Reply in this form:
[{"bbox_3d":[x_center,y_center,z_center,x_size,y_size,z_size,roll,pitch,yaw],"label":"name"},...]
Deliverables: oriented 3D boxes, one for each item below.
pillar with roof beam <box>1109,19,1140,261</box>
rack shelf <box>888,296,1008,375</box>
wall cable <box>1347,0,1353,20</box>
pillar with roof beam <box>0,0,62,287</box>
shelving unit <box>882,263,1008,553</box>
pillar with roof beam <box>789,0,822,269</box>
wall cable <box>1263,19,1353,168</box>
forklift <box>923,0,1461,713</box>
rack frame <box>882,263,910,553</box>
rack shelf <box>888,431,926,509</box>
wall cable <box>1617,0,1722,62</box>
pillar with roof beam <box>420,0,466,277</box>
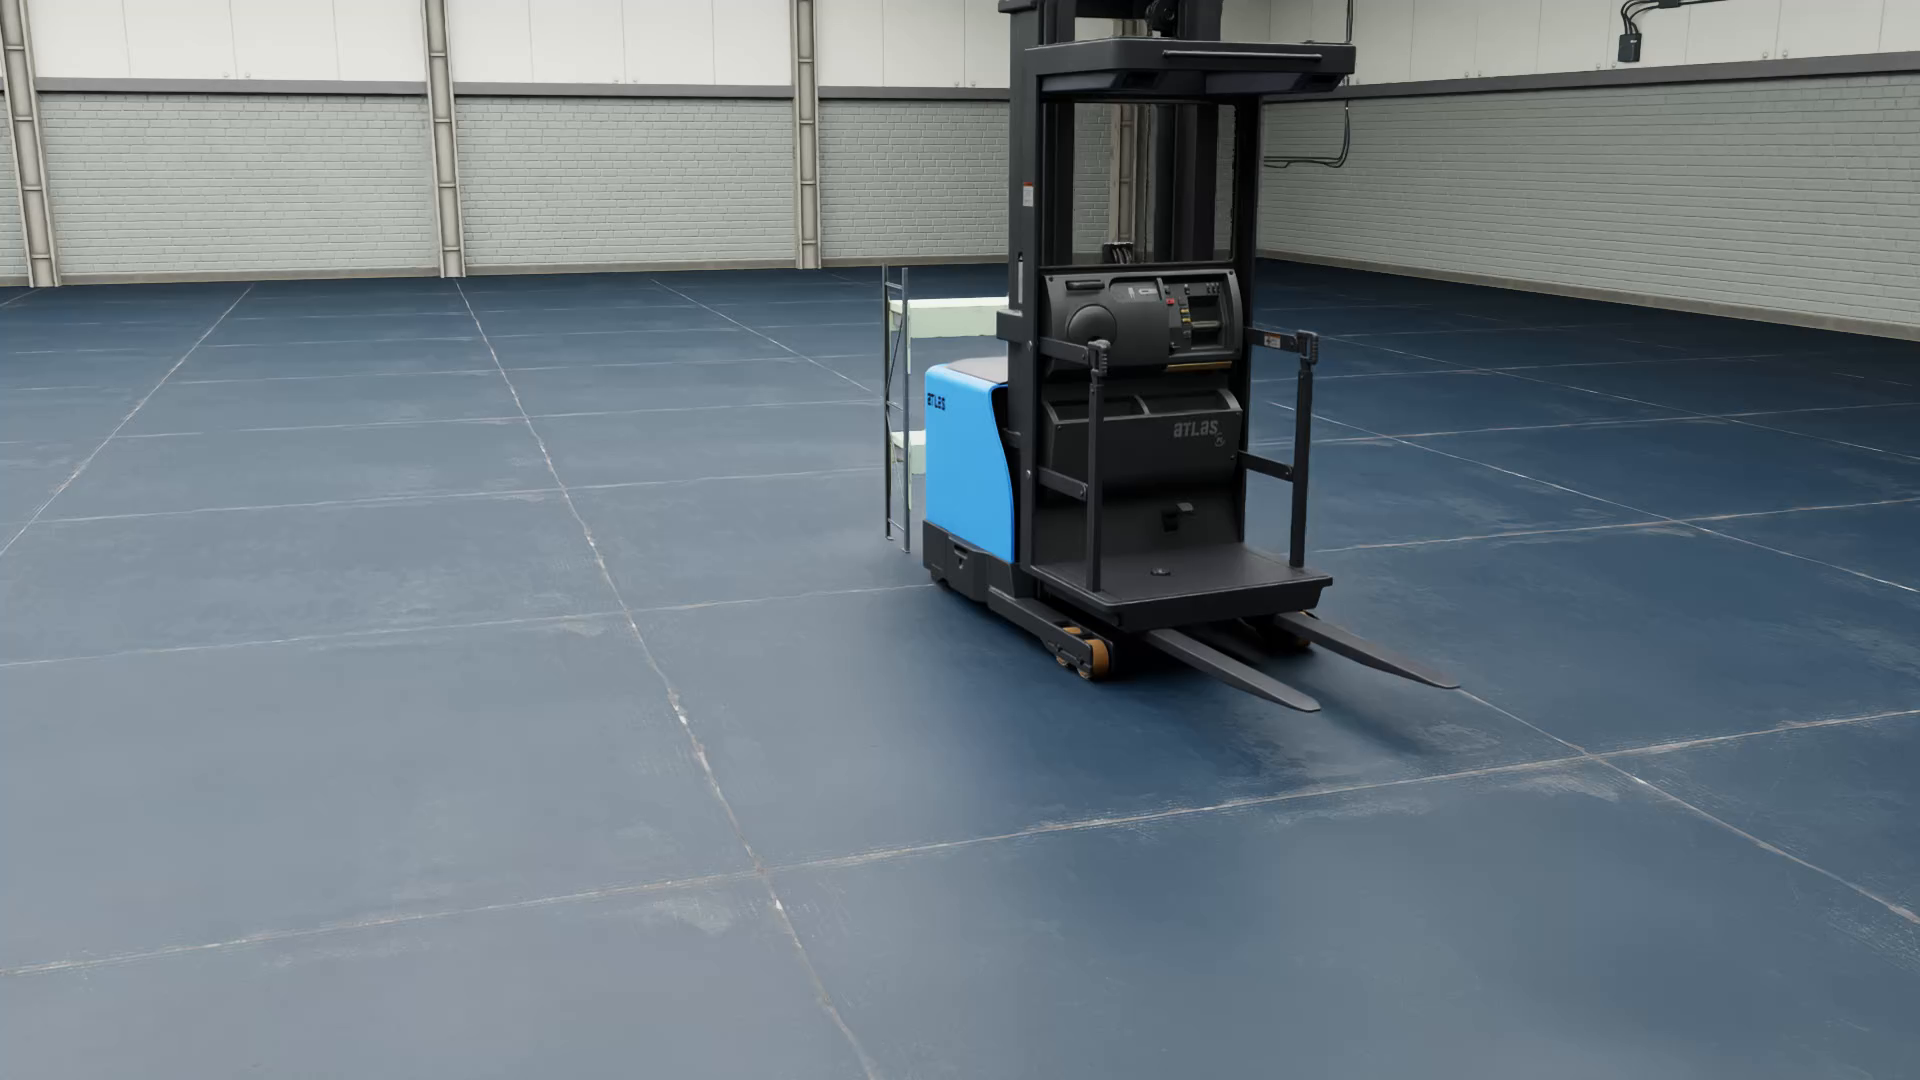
[{"bbox_3d":[4.393,-8.663,26.117,0.400,9.000,9.100,-4,14,-18],"label":"pillar with roof beam"},{"bbox_3d":[0.006,-1.110,8.881,0.720,0.370,0.431,-4,14,-18],"label":"rack shelf"},{"bbox_3d":[7.096,-9.888,27.061,0.112,2.526,3.097,-4,14,-18],"label":"wall cable"},{"bbox_3d":[-12.667,-7.335,20.532,0.400,9.000,9.100,-4,14,-18],"label":"pillar with roof beam"},{"bbox_3d":[0.006,-0.730,8.971,0.755,1.500,0.431,-4,14,-18],"label":"shelving unit"},{"bbox_3d":[-1.294,-8.220,24.255,0.400,9.000,9.100,-4,14,-18],"label":"pillar with roof beam"},{"bbox_3d":[6.233,-8.024,30.140,0.112,2.526,3.097,-4,14,-18],"label":"wall cable"},{"bbox_3d":[0.879,-0.973,6.898,1.130,2.935,3.031,-6,15,-23],"label":"forklift"},{"bbox_3d":[-0.341,-0.703,8.858,0.023,1.500,0.400,-4,14,-18],"label":"rack frame"},{"bbox_3d":[0.006,-0.413,9.047,0.720,0.370,0.431,-4,14,-18],"label":"rack shelf"},{"bbox_3d":[9.246,-9.106,20.629,0.169,6.003,2.305,-4,14,-18],"label":"wall cable"},{"bbox_3d":[-6.981,-7.777,22.393,0.400,9.000,9.100,-4,14,-18],"label":"pillar with roof beam"}]
